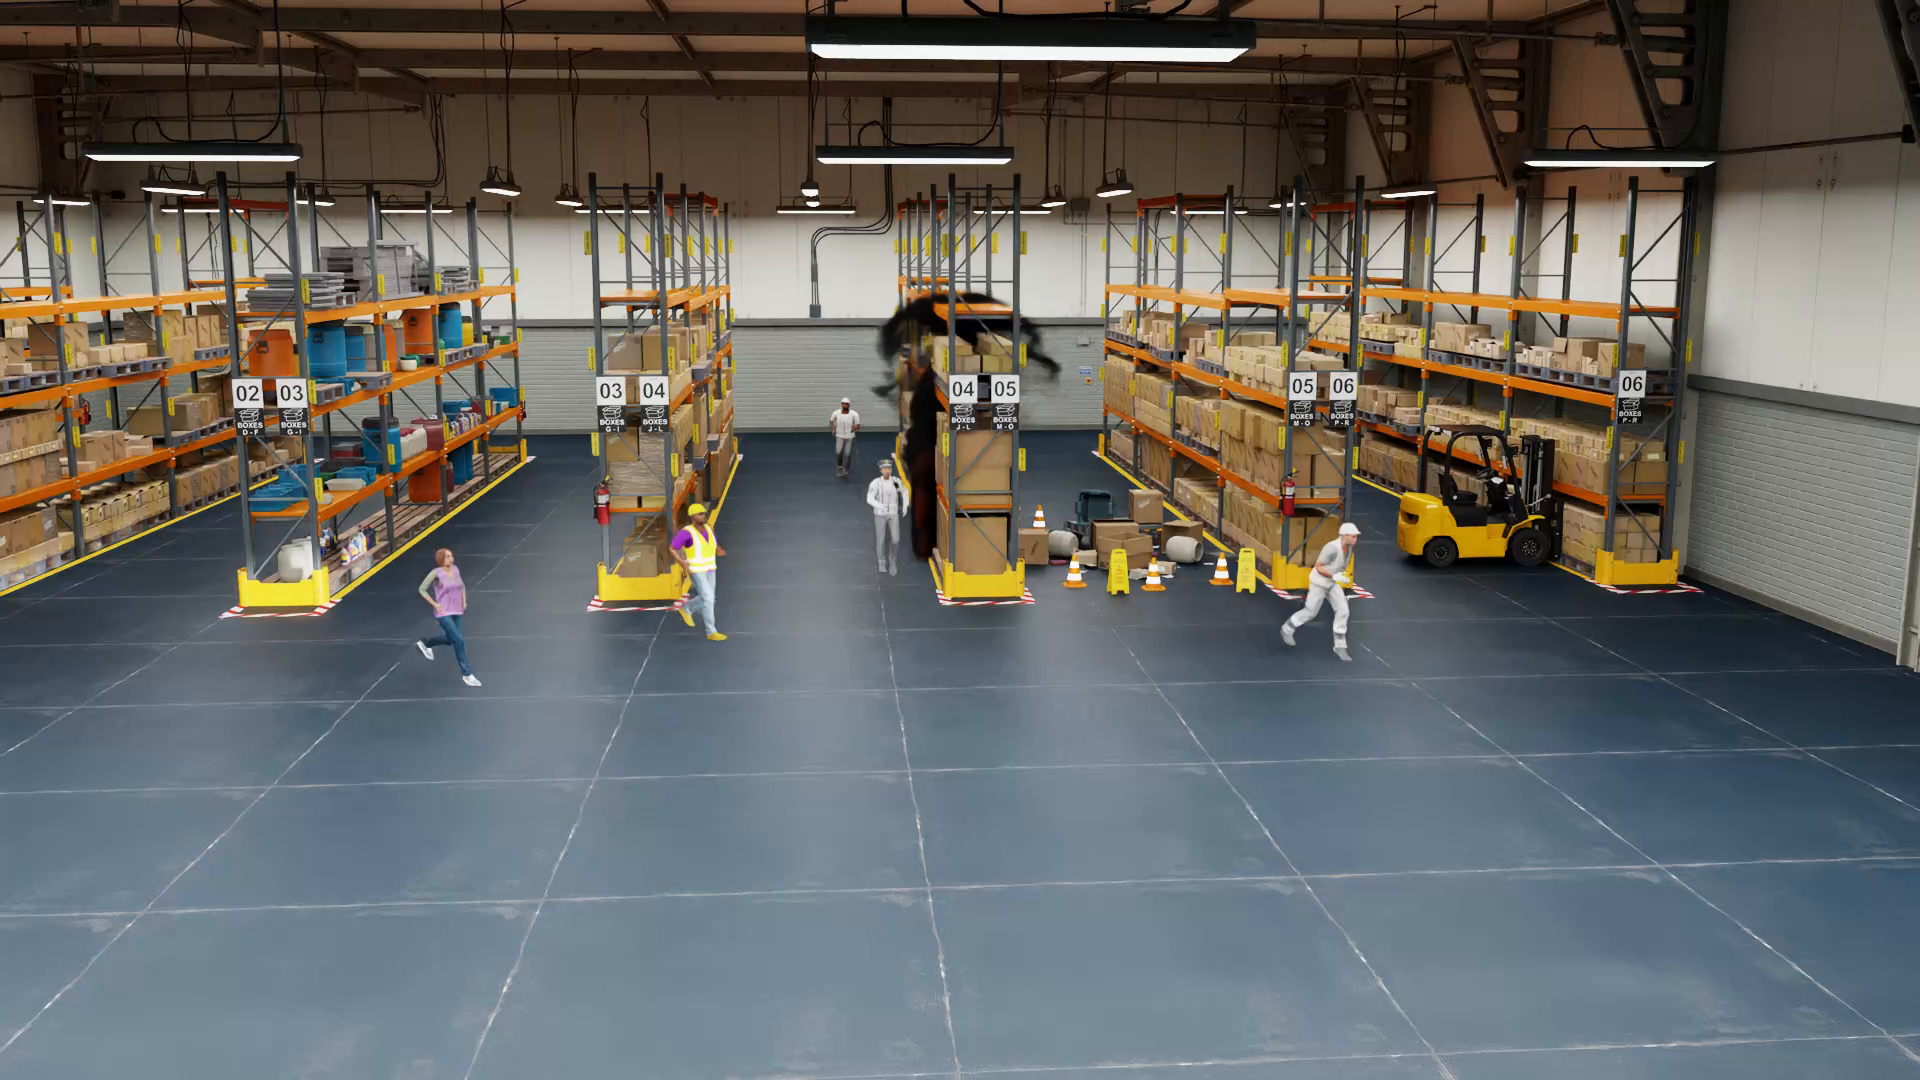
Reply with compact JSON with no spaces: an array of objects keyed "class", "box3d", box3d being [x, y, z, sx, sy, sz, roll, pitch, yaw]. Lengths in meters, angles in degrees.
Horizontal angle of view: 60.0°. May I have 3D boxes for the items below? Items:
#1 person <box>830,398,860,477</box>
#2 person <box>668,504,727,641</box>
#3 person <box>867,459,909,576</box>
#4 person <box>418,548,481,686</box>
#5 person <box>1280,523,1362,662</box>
[{"class":"person","box3d":[-2.516,-2.232,36.288,0.674,1.747,0.681,0,10,0]},{"class":"person","box3d":[-3.352,0.398,21.407,0.914,1.746,0.714,7,12,34]},{"class":"person","box3d":[-1.028,-0.322,24.131,0.647,1.731,0.627,-2,10,-12]},{"class":"person","box3d":[-5.979,0.870,19.351,0.986,1.587,0.511,5,11,26]},{"class":"person","box3d":[4.451,0.601,20.536,1.060,1.731,0.703,8,13,40]}]
